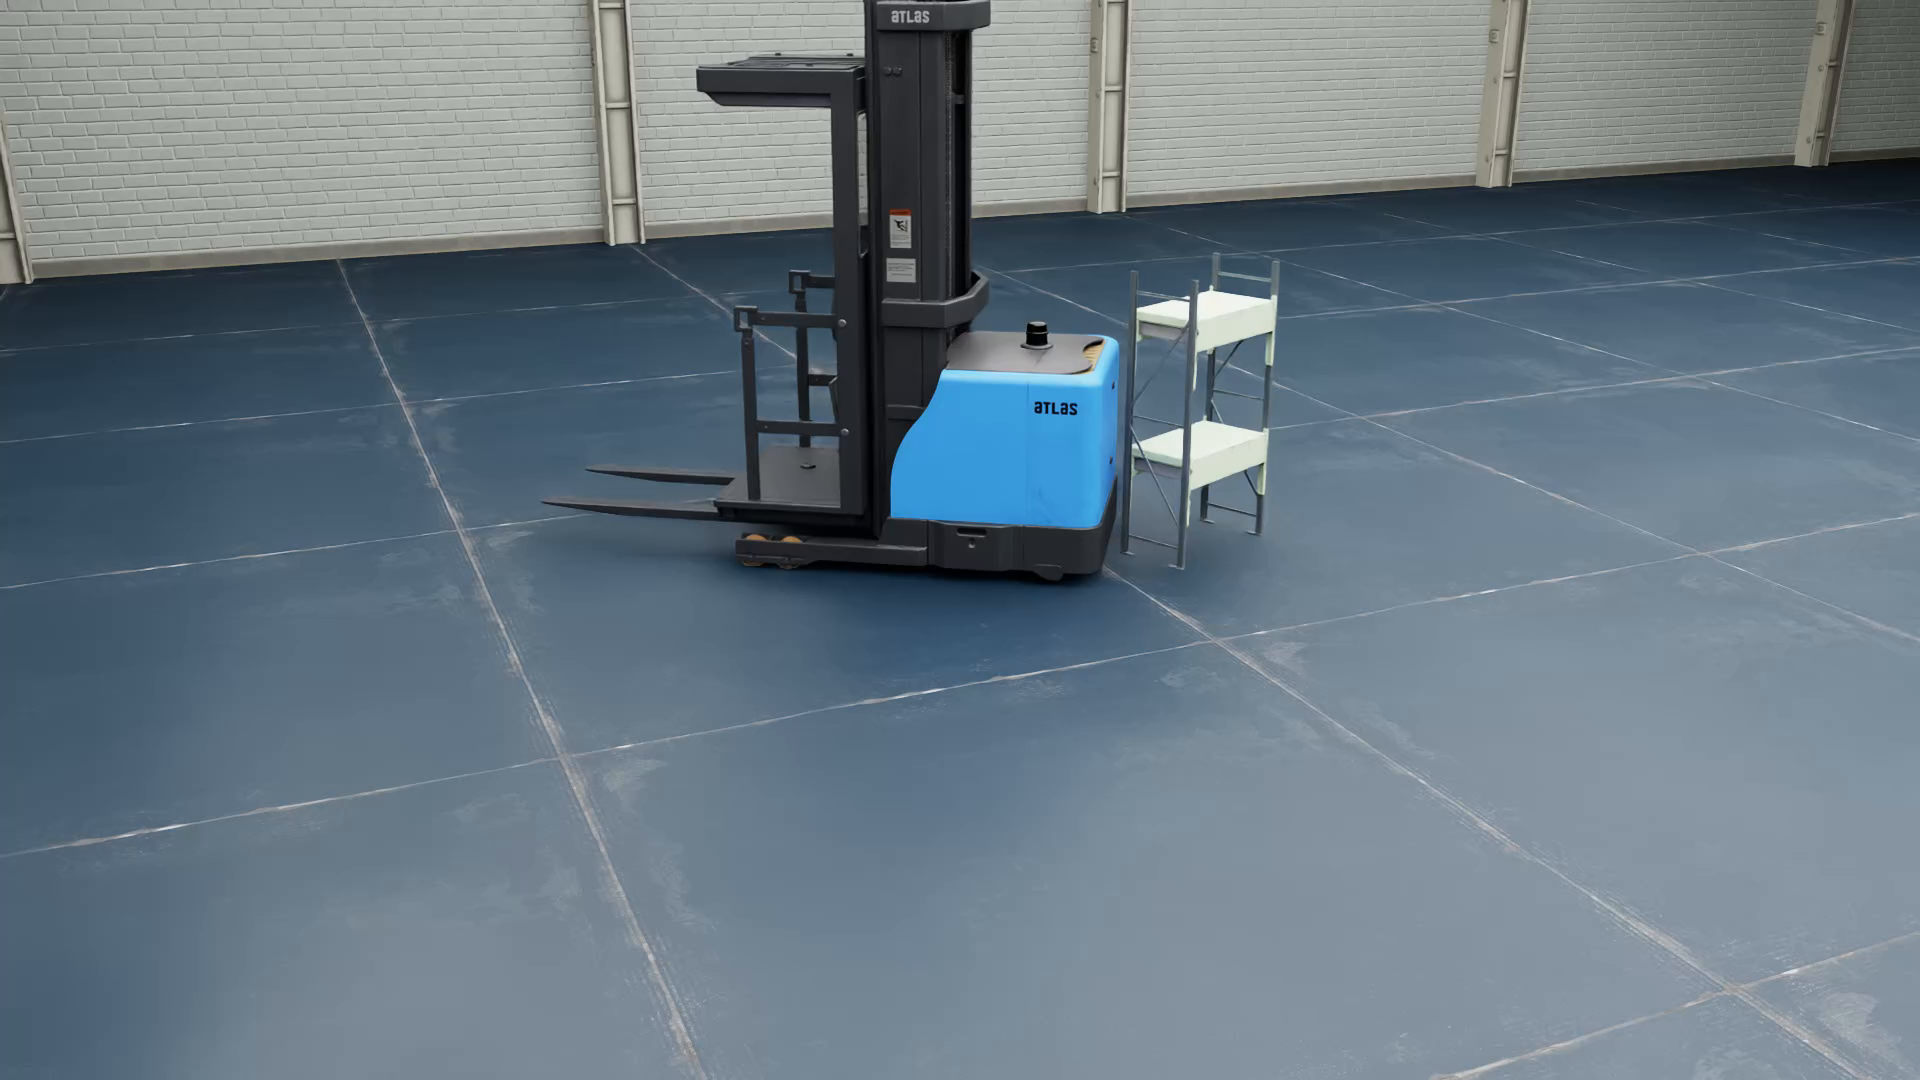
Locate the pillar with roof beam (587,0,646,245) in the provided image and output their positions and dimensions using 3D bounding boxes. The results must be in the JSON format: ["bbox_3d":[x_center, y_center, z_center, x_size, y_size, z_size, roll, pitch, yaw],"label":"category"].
[{"bbox_3d":[-1.996,-6.220,13.139,0.400,9.000,9.100,-8,21,-22],"label":"pillar with roof beam"}]

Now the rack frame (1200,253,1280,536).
[{"bbox_3d":[1.501,-0.776,8.967,0.400,1.500,0.023,17,25,40],"label":"rack frame"}]

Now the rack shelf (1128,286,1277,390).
[{"bbox_3d":[1.254,-1.054,8.582,0.431,0.370,0.720,17,25,40],"label":"rack shelf"}]

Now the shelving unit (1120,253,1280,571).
[{"bbox_3d":[1.254,-0.686,8.712,0.431,1.500,0.755,17,25,40],"label":"shelving unit"}]

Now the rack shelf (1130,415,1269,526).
[{"bbox_3d":[1.254,-0.378,8.820,0.431,0.370,0.720,17,25,40],"label":"rack shelf"}]

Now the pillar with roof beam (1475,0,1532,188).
[{"bbox_3d":[9.023,-7.799,17.622,0.400,9.000,9.100,-8,21,-22],"label":"pillar with roof beam"}]

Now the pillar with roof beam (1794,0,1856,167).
[{"bbox_3d":[14.532,-8.588,19.864,0.400,9.000,9.100,-8,21,-22],"label":"pillar with roof beam"}]

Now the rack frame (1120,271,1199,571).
[{"bbox_3d":[1.007,-0.596,8.457,0.400,1.500,0.023,17,25,40],"label":"rack frame"}]

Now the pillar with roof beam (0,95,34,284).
[{"bbox_3d":[-7.505,-5.431,10.897,0.400,9.000,9.100,-8,21,-22],"label":"pillar with roof beam"}]

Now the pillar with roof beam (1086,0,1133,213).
[{"bbox_3d":[3.513,-7.010,15.381,0.400,9.000,9.100,-8,21,-22],"label":"pillar with roof beam"}]

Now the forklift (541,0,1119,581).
[{"bbox_3d":[-0.706,-1.398,8.579,3.031,2.935,1.130,3,20,10],"label":"forklift"}]
